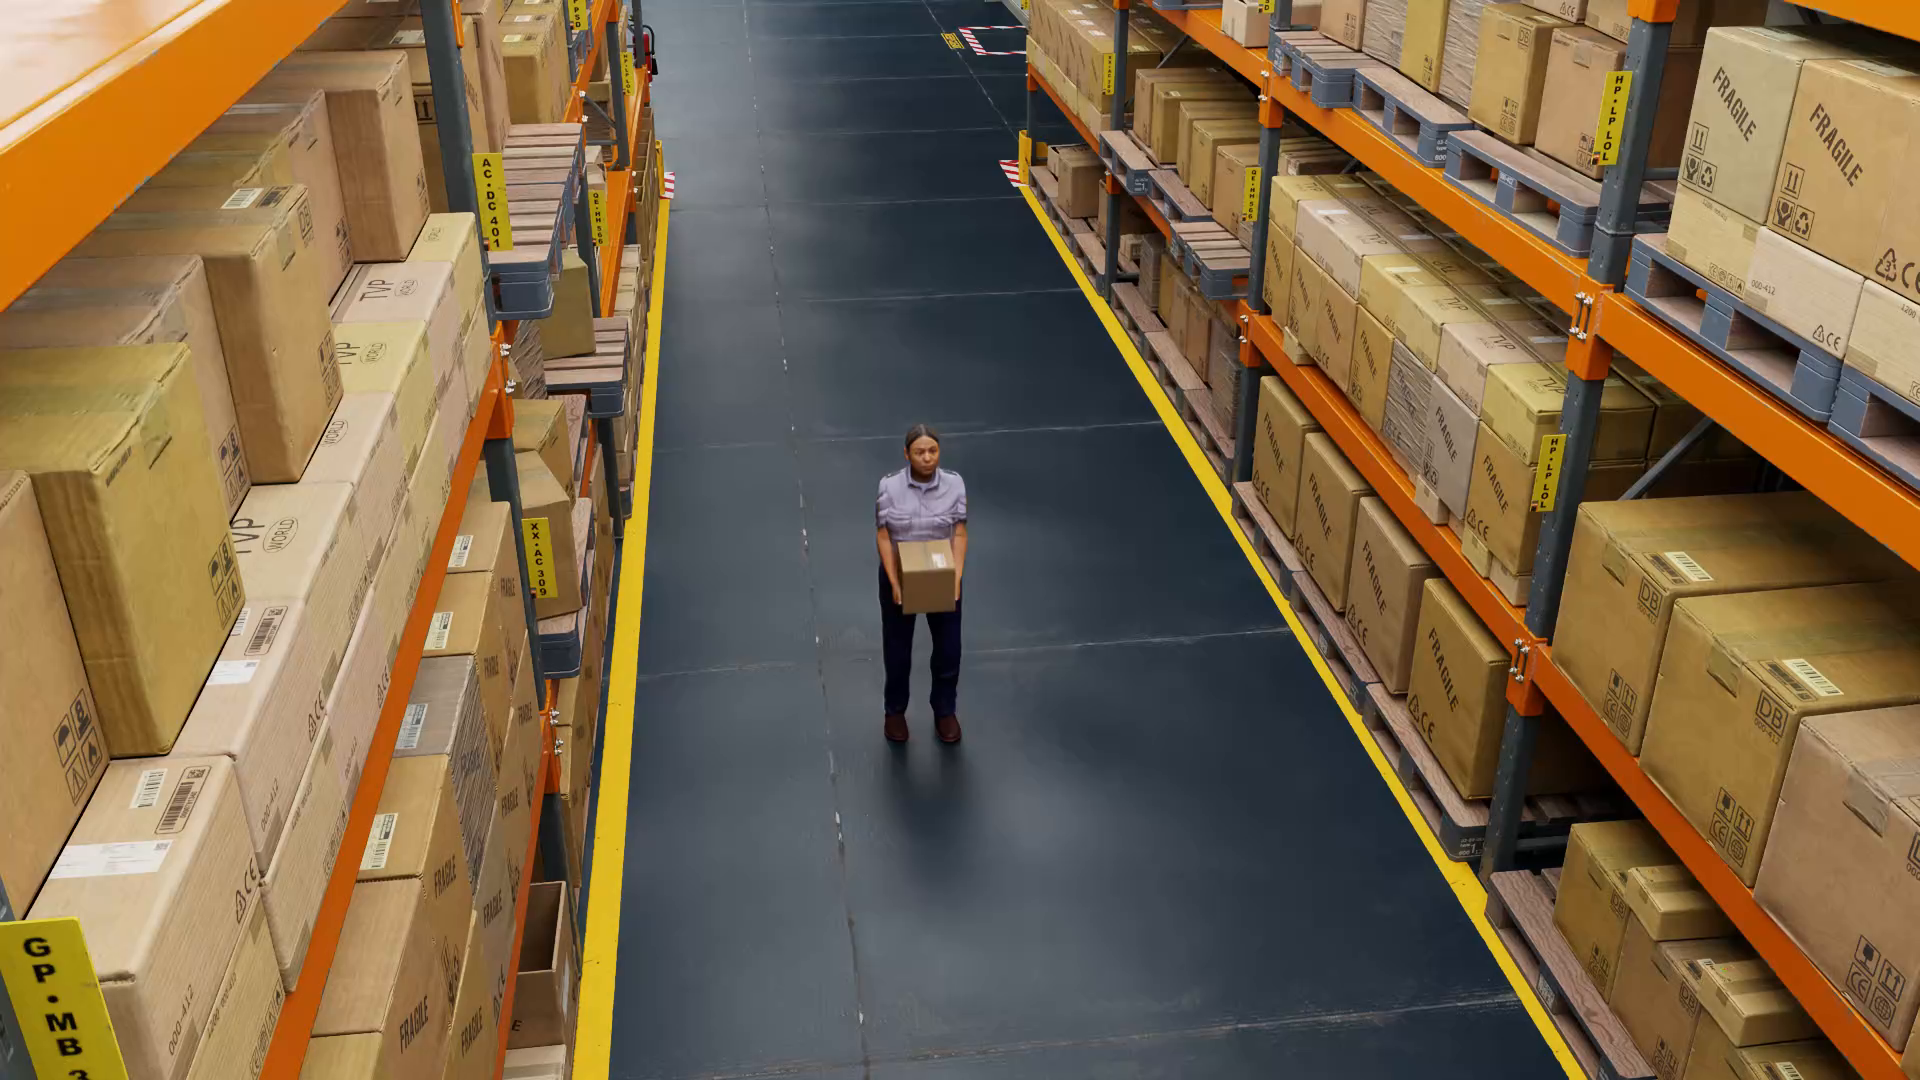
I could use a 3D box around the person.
[{"bbox_3d":[-0.175,0.249,8.166,0.452,1.634,0.523,-3,28,-7],"label":"person"}]
